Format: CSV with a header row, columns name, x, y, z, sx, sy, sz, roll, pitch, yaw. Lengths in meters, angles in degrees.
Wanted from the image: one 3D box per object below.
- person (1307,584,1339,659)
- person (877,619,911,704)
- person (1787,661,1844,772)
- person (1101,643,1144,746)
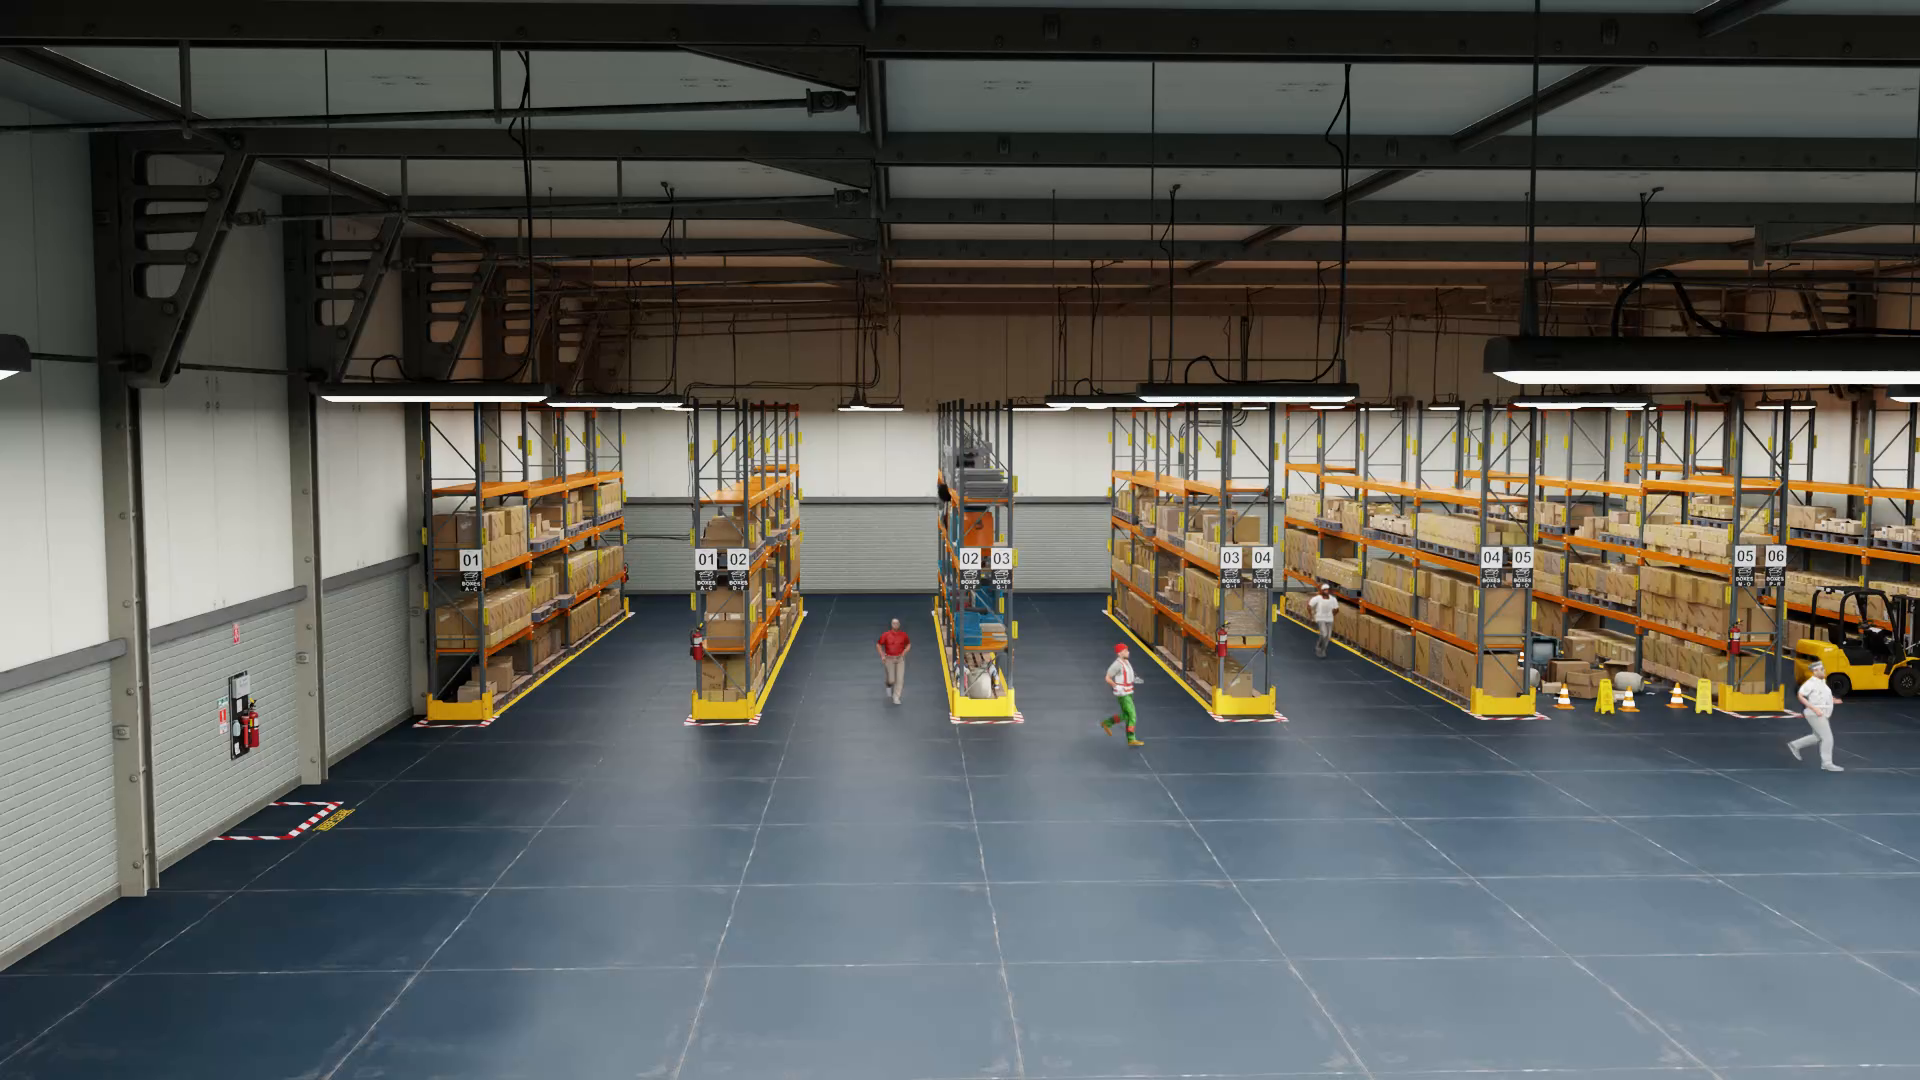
name,x,y,z,sx,sy,sz,roll,pitch,yaw
person,8.512,1.896,38.772,0.676,1.742,0.673,-1,4,-9
person,-1.292,2.386,32.877,0.679,1.678,0.619,-1,4,-15
person,13.807,2.807,26.792,0.873,1.751,0.676,4,6,44
person,2.799,2.663,28.748,0.856,1.759,0.668,2,5,29
